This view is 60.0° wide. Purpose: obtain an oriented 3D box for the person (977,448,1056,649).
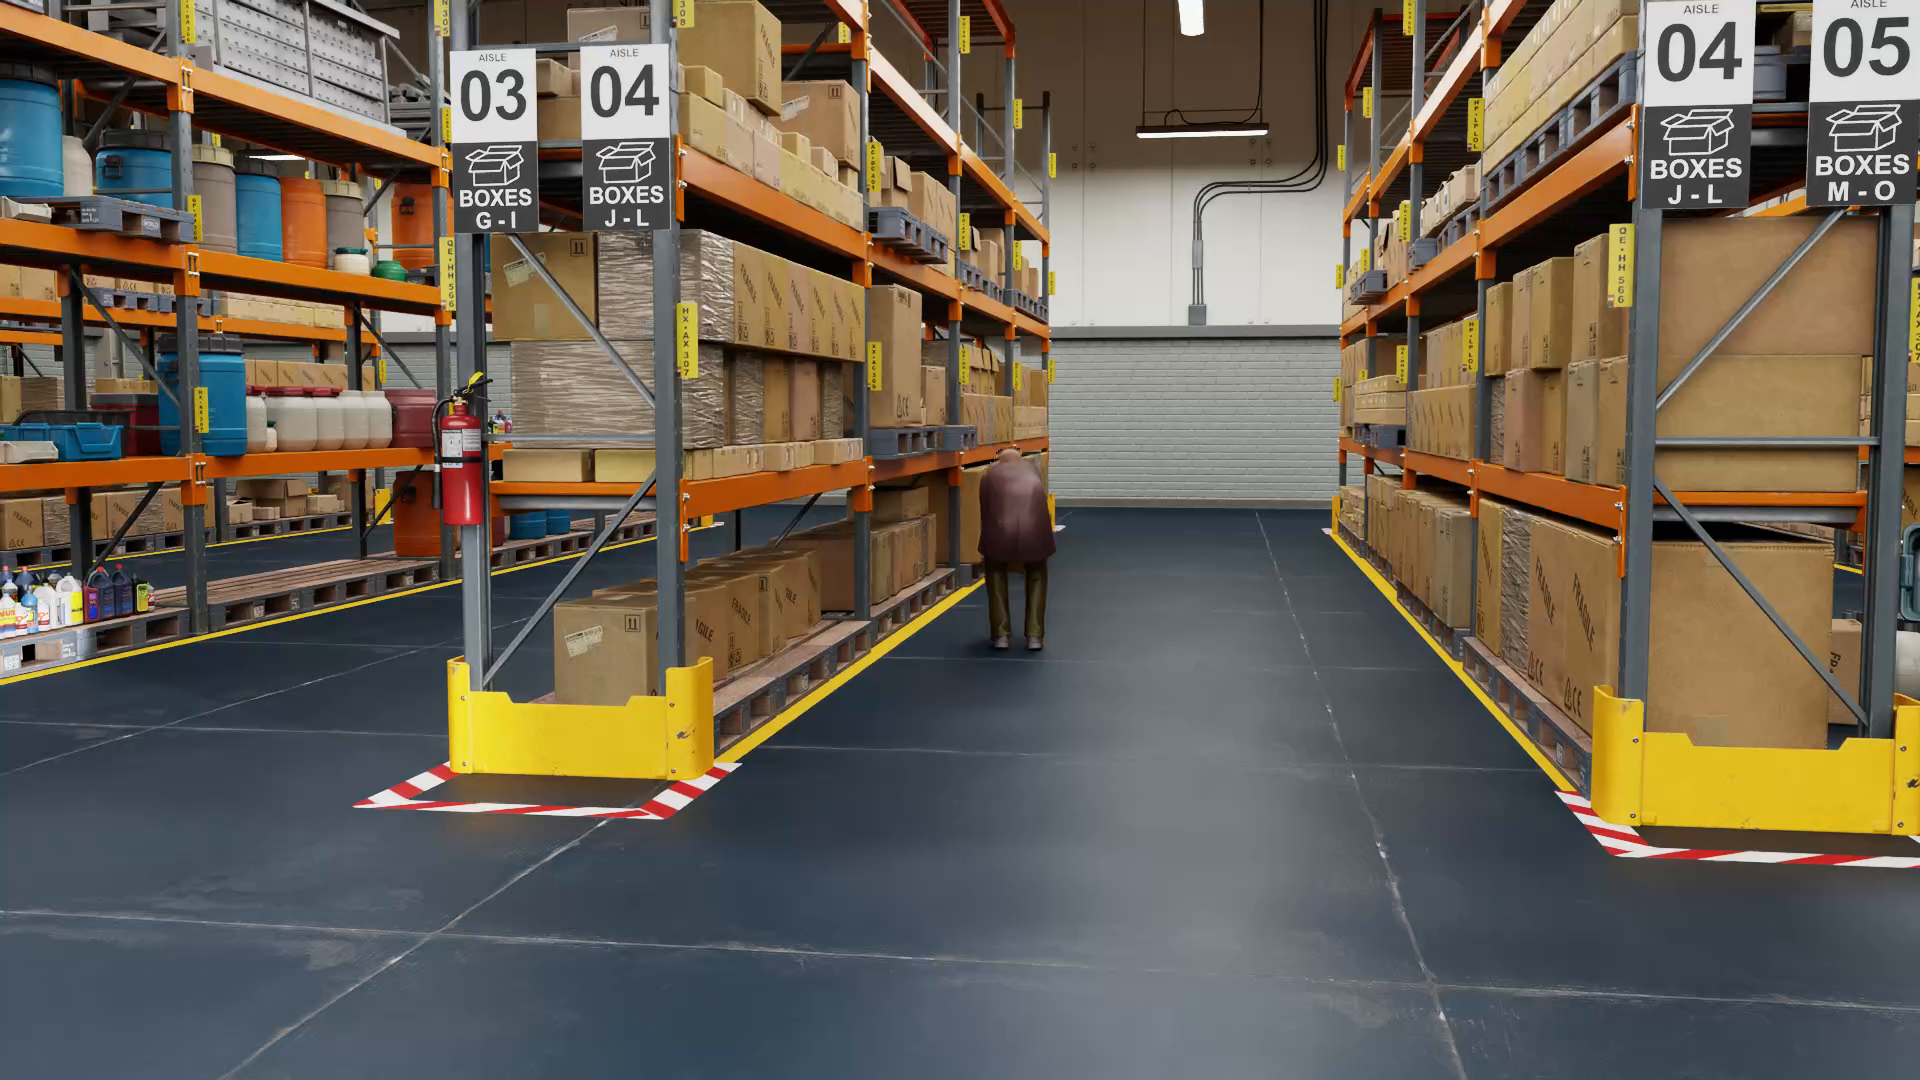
[{"bbox_3d":[0.385,0.048,11.667,0.547,1.370,0.891,0,4,-2],"label":"person"}]
